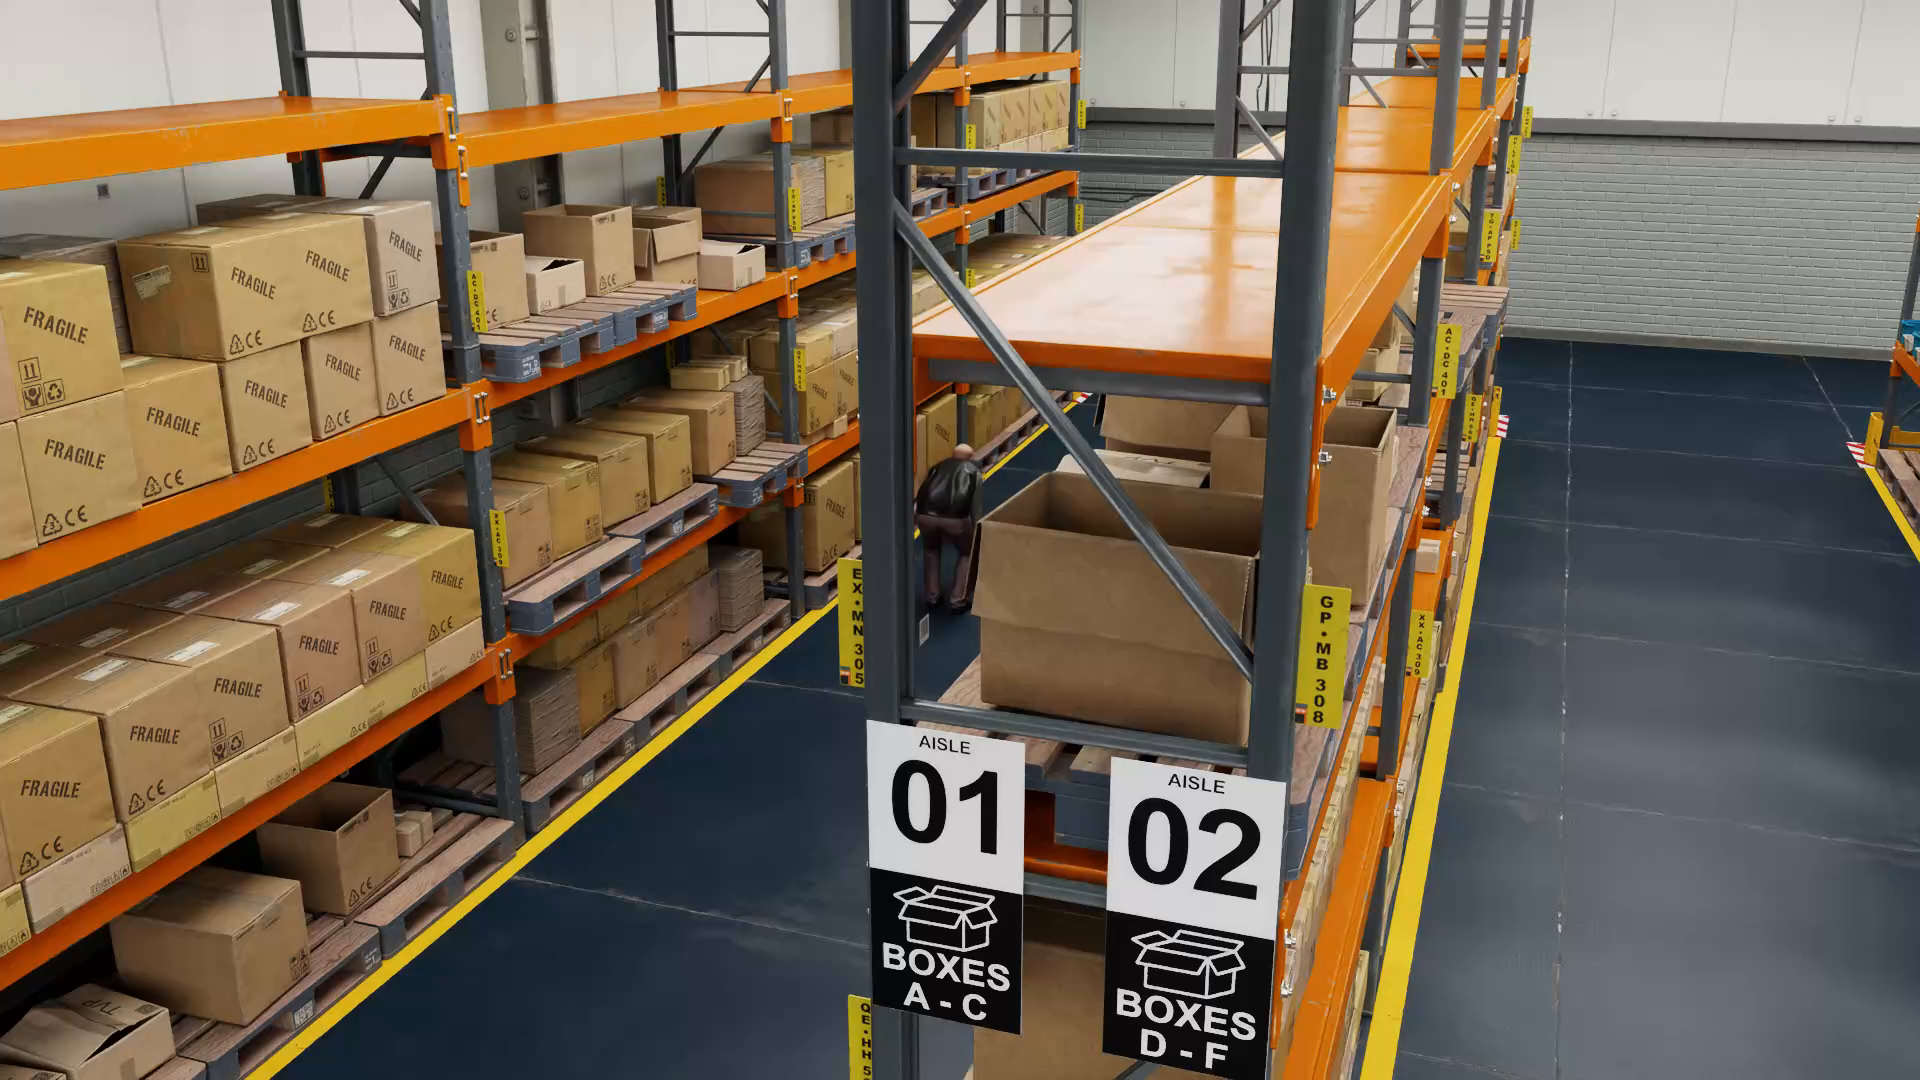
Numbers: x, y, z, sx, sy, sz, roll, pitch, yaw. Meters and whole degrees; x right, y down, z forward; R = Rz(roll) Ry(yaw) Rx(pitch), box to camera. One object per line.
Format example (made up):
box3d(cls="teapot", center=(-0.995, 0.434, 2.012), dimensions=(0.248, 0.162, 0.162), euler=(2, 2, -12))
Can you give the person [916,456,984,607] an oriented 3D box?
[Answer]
box3d(cls="person", center=(-0.094, -0.070, 13.531), dimensions=(0.479, 1.143, 0.708), euler=(5, 19, 15))
